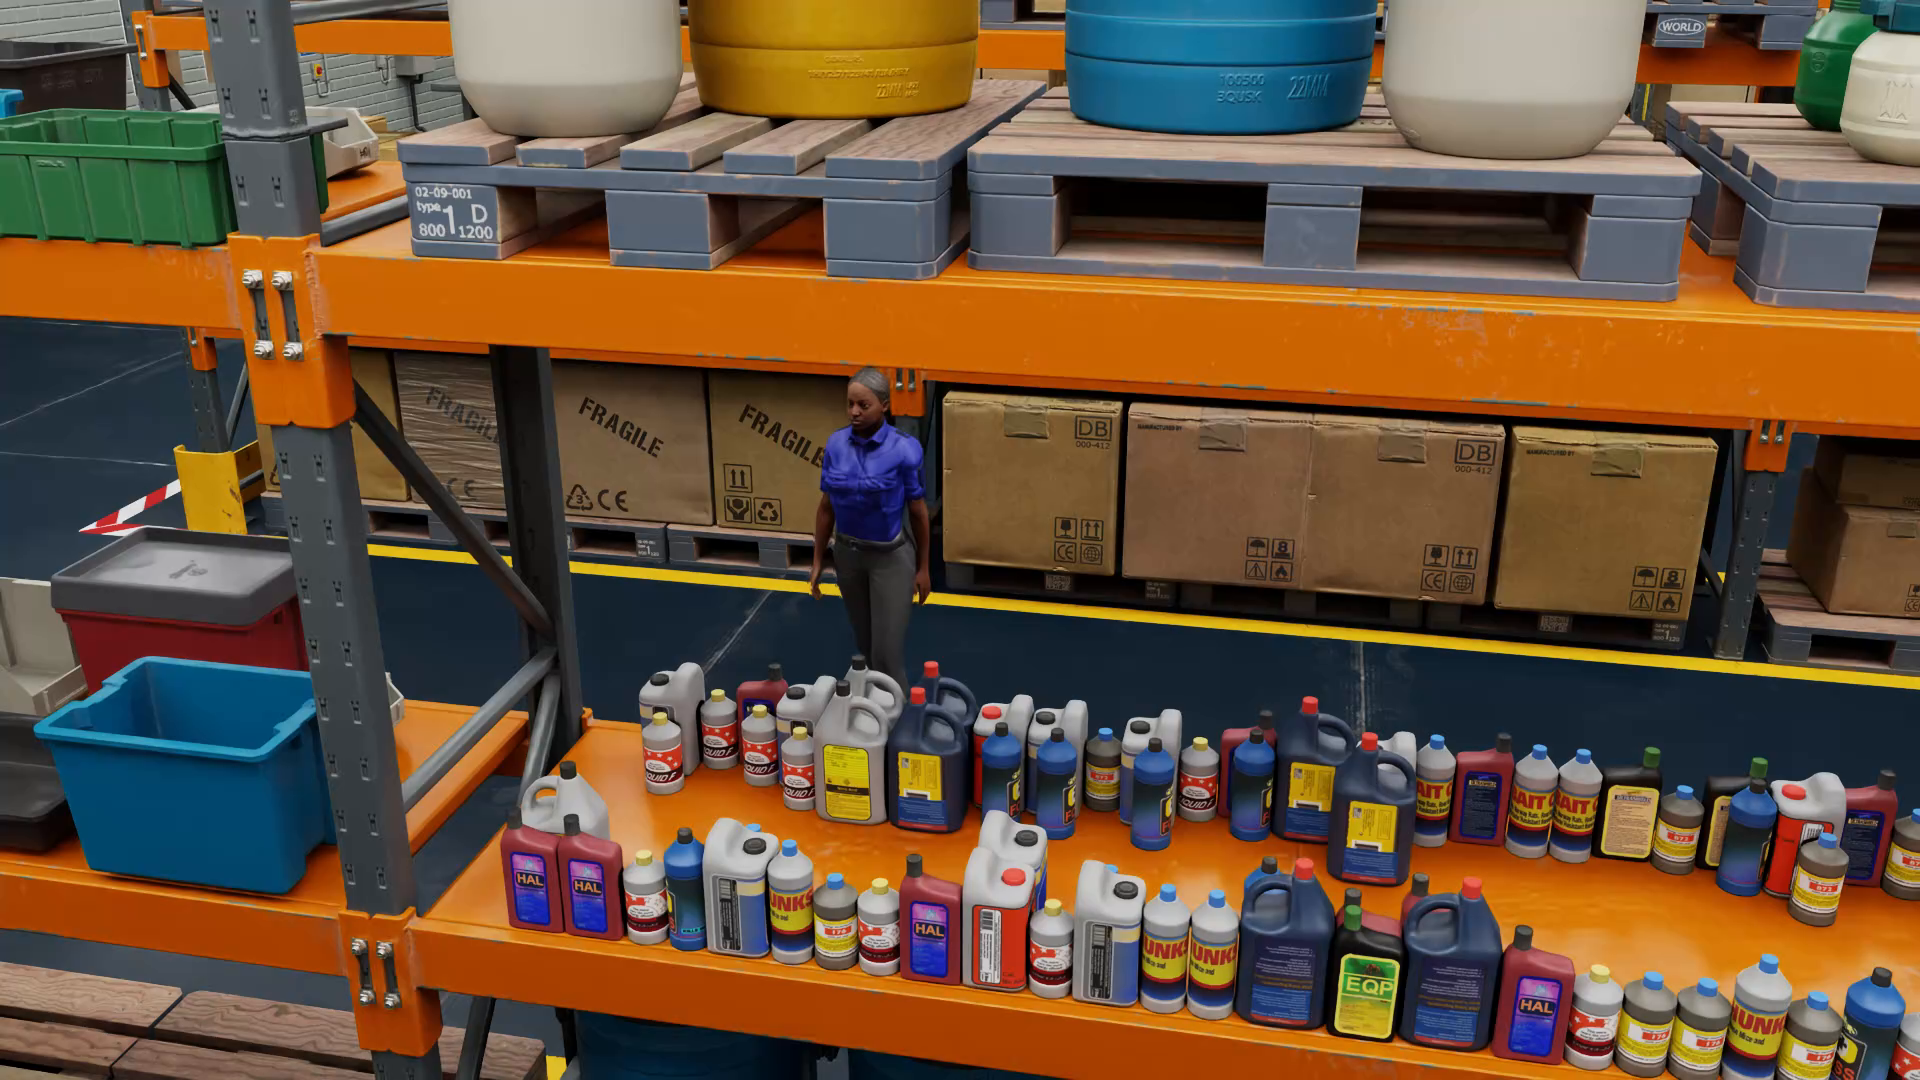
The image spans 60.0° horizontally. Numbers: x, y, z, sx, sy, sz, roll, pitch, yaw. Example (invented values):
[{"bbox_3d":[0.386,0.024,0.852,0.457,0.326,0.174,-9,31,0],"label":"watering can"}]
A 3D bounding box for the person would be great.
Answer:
[{"bbox_3d":[-0.380,0.140,6.746,0.485,1.687,0.576,11,24,25],"label":"person"}]
